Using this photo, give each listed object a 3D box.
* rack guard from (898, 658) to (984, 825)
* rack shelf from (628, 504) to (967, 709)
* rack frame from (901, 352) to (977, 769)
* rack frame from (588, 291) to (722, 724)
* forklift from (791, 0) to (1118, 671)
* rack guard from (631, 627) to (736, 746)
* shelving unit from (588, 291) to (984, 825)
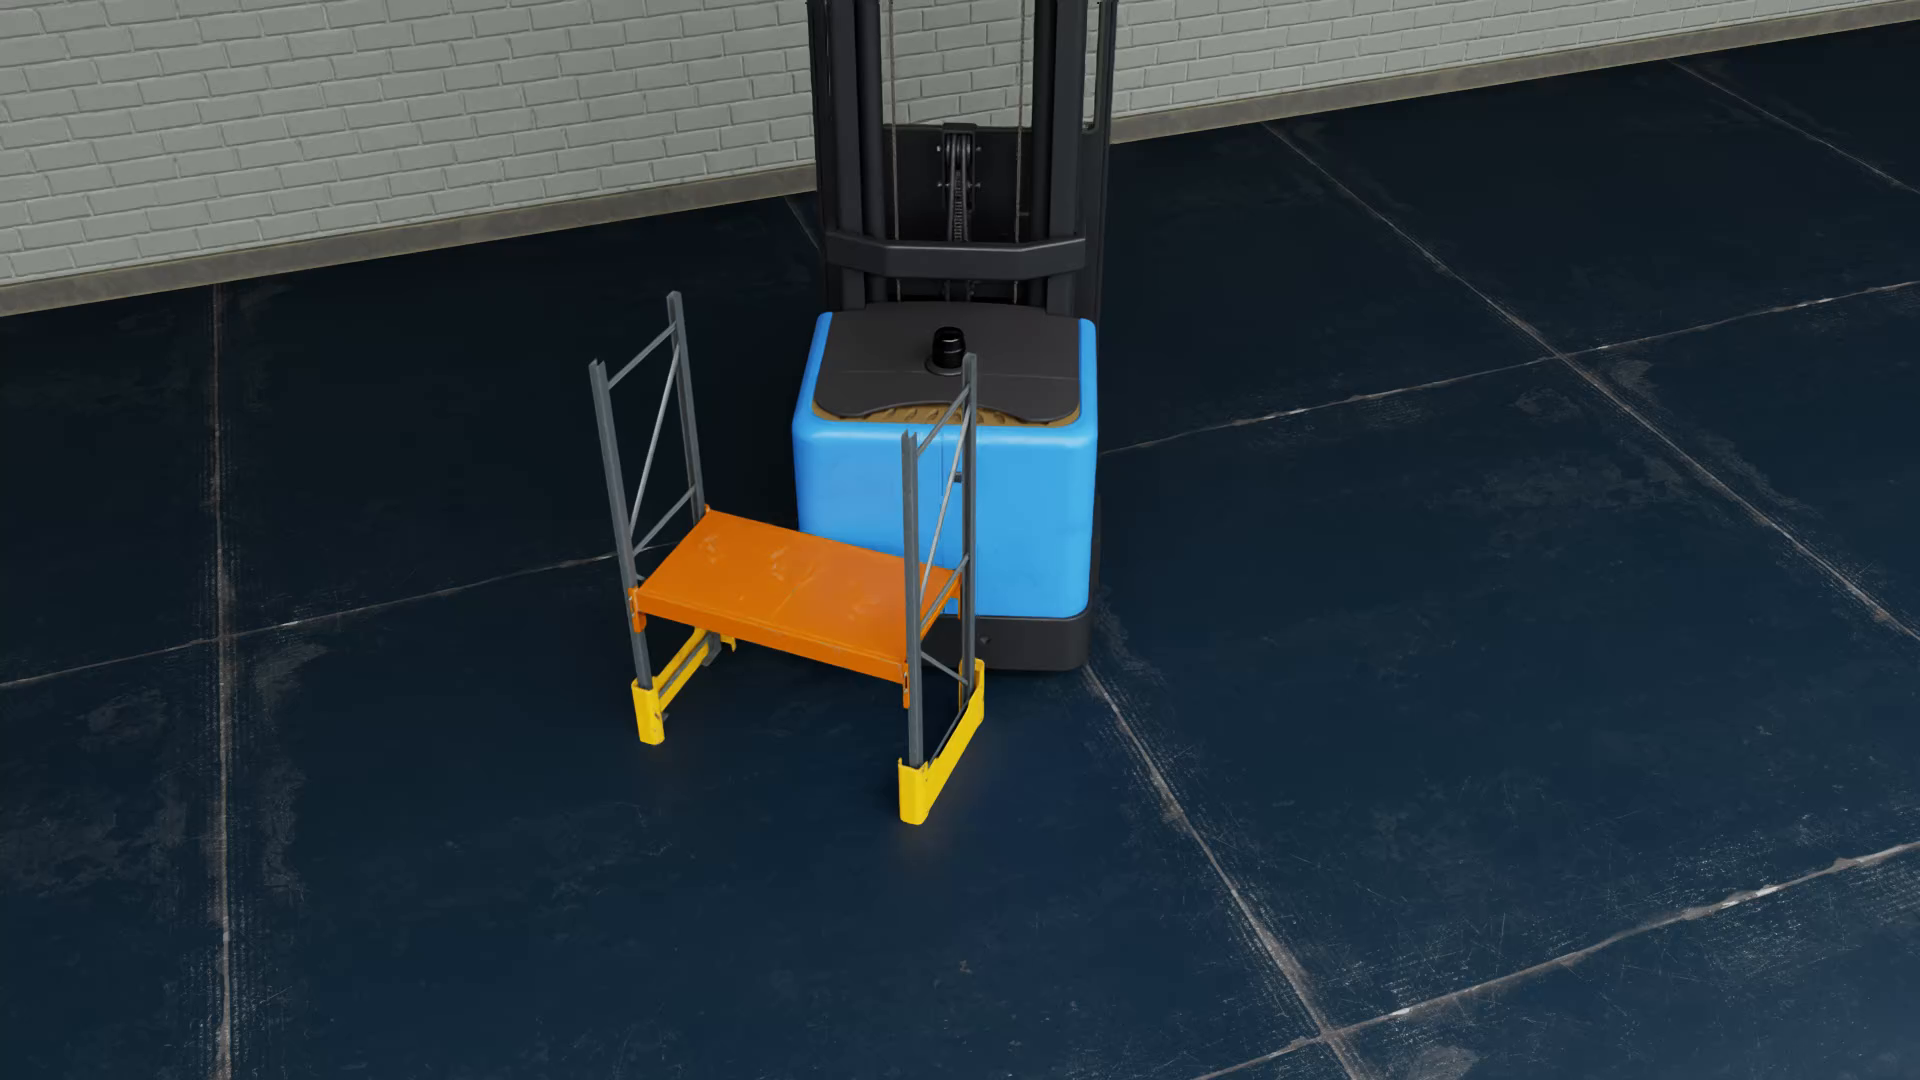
[{"bbox_3d":[-0.058,0.675,5.647,0.087,0.250,0.587,14,39,18],"label":"rack guard"},{"bbox_3d":[-0.527,0.204,5.532,1.000,0.185,0.538,14,39,18],"label":"rack shelf"},{"bbox_3d":[-0.057,0.176,5.270,0.032,1.500,0.500,14,39,18],"label":"rack frame"},{"bbox_3d":[-0.998,-0.056,5.577,0.032,1.500,0.500,14,39,18],"label":"rack frame"},{"bbox_3d":[0.021,-1.562,6.388,1.130,2.935,3.031,2,37,2],"label":"forklift"},{"bbox_3d":[-0.980,0.448,5.948,0.087,0.250,0.587,14,39,18],"label":"rack guard"},{"bbox_3d":[-0.519,0.062,5.421,1.083,1.500,0.587,14,39,18],"label":"shelving unit"}]
